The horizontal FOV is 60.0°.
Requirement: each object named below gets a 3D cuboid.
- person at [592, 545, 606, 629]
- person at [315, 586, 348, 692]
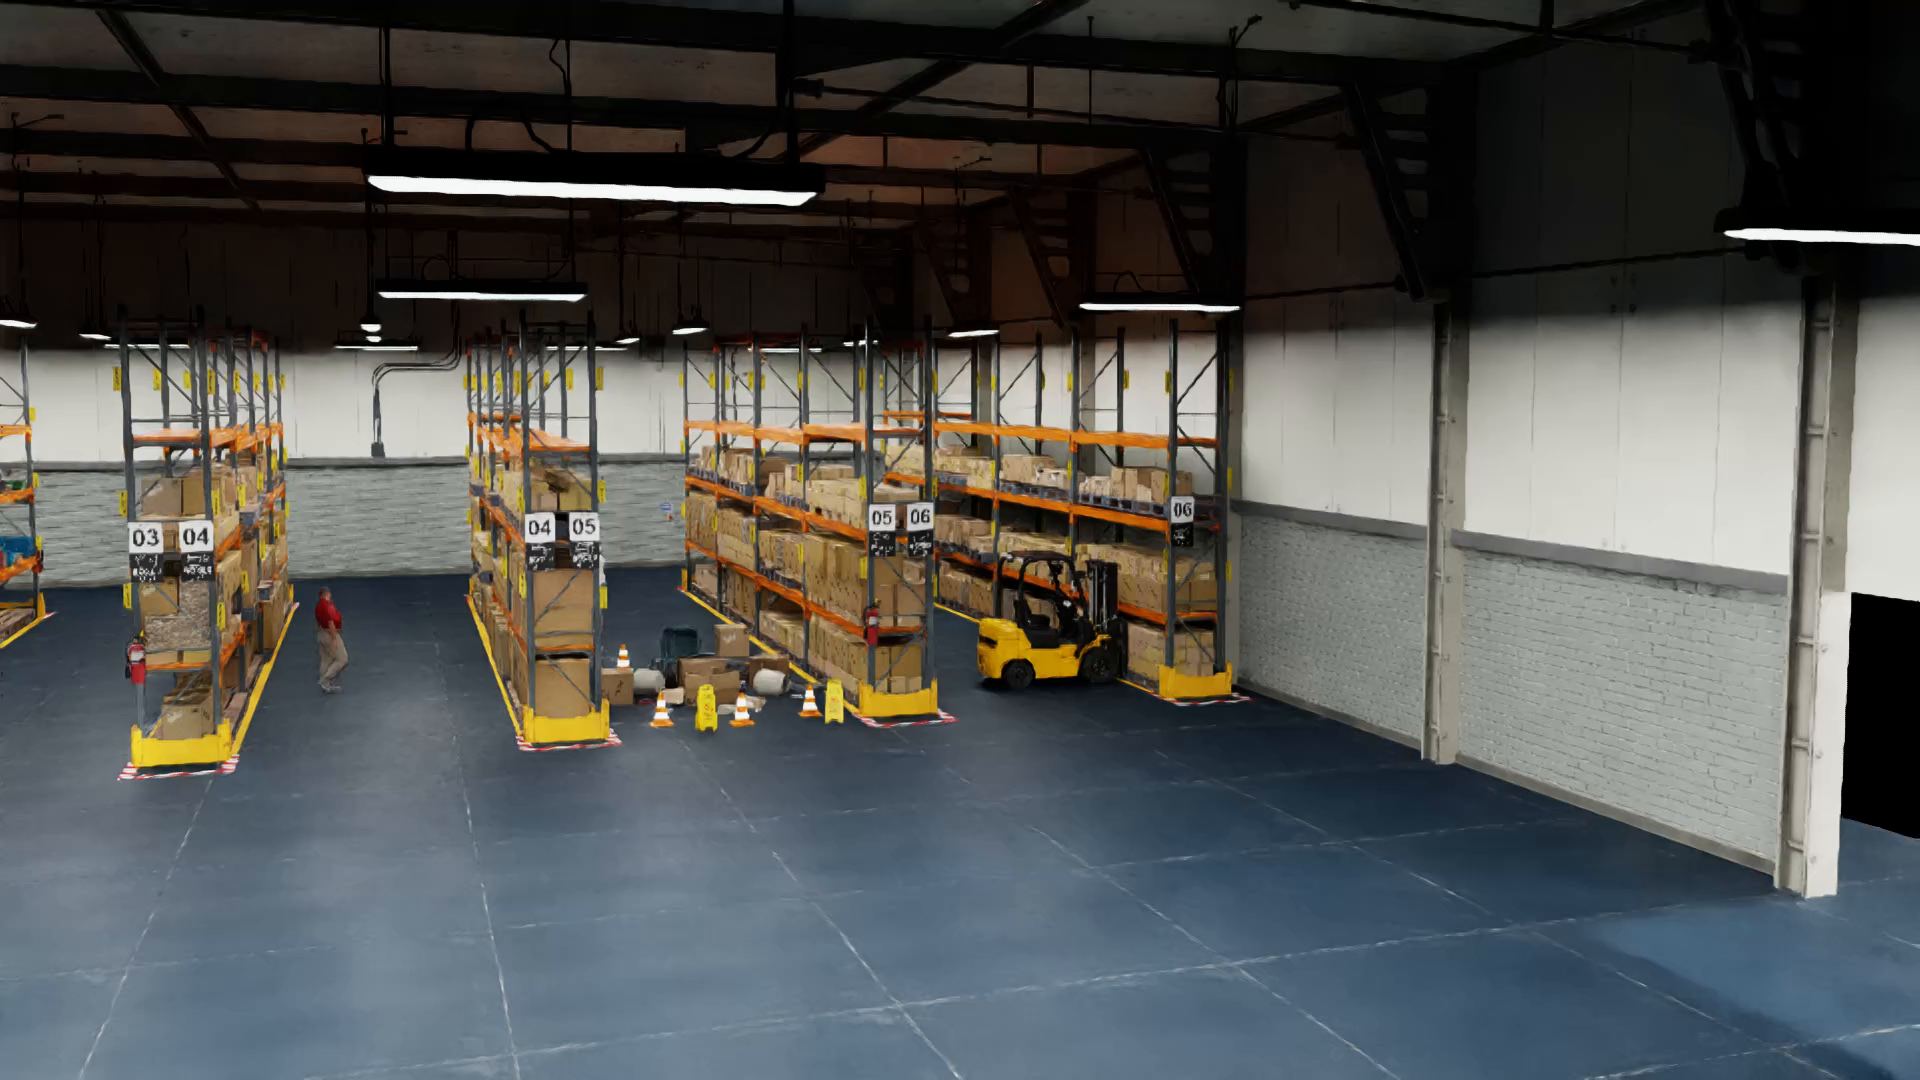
[{"bbox_3d":[-7.444,0.906,33.772,0.488,1.775,0.578,1,6,12],"label":"person"},{"bbox_3d":[-10.190,1.602,26.798,0.586,1.724,0.461,5,8,44],"label":"person"}]
